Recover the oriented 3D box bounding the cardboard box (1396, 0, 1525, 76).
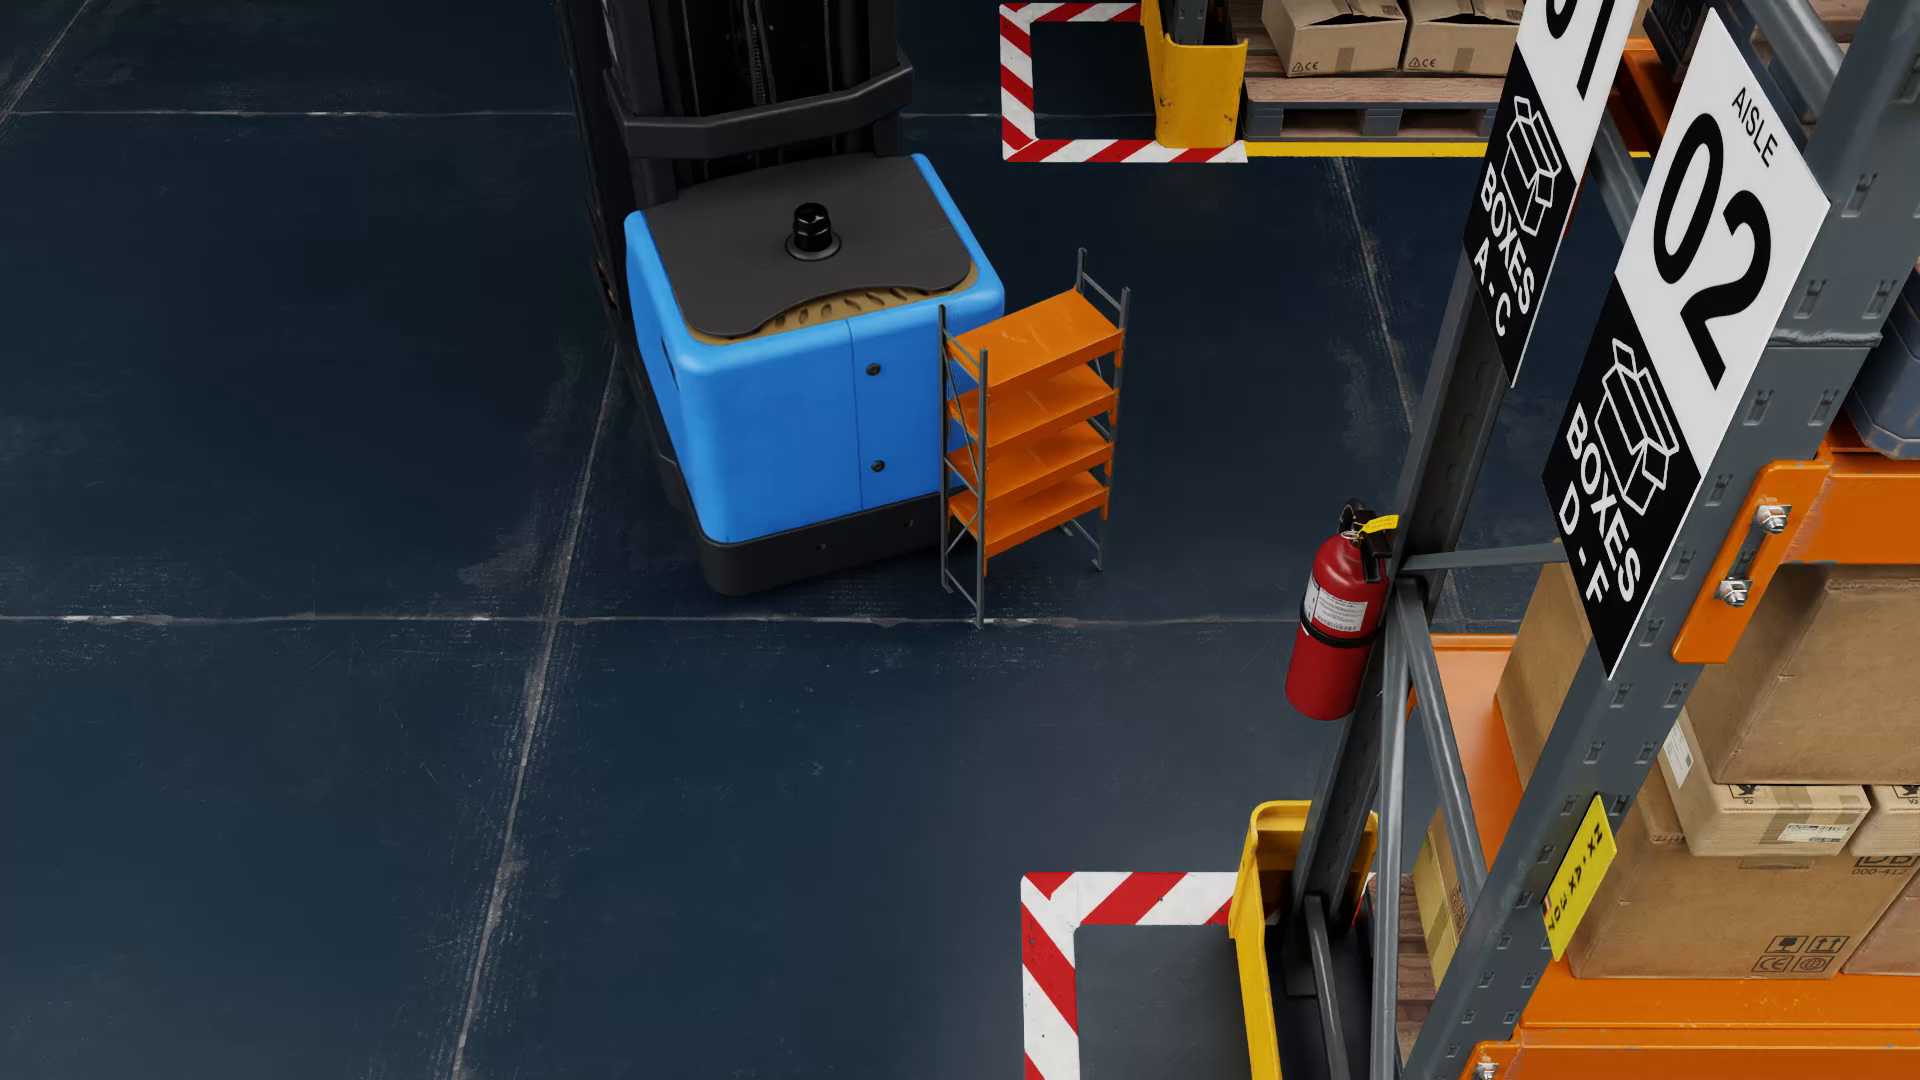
[{"bbox_3d":[2.236,-2.349,7.423,0.500,0.311,0.500,4,47,3],"label":"cardboard box"}]

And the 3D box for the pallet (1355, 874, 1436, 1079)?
[{"bbox_3d":[1.724,1.363,4.337,1.213,0.211,1.003,0,47,0],"label":"pallet"}]

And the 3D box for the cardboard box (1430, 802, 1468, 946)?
[{"bbox_3d":[1.497,0.764,4.069,0.500,0.500,0.500,0,47,0],"label":"cardboard box"}]

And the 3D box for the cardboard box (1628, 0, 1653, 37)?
[{"bbox_3d":[2.969,-2.375,7.318,0.500,0.500,0.700,-3,47,-2],"label":"cardboard box"}]

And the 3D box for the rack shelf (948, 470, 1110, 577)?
[{"bbox_3d":[0.214,-0.103,5.389,0.480,0.148,0.258,-25,52,-21],"label":"rack shelf"}]

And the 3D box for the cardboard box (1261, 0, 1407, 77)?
[{"bbox_3d":[1.666,-2.350,7.425,0.500,0.311,0.500,-5,47,-4],"label":"cardboard box"}]

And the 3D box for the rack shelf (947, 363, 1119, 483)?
[{"bbox_3d":[0.214,-0.391,5.080,0.480,0.148,0.258,-25,52,-21],"label":"rack shelf"}]

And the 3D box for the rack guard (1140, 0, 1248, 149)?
[{"bbox_3d":[1.050,-2.332,7.579,0.348,0.500,1.175,0,47,0],"label":"rack guard"}]

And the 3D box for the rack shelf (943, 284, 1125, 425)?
[{"bbox_3d":[0.214,-0.552,4.907,0.480,0.148,0.258,-25,52,-21],"label":"rack shelf"}]

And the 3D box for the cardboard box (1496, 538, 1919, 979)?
[{"bbox_3d":[1.426,0.418,3.243,0.500,0.500,0.700,0,47,0],"label":"cardboard box"}]

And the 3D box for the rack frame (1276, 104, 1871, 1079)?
[{"bbox_3d":[0.959,0.442,3.290,0.127,3.000,1.000,0,47,0],"label":"rack frame"}]

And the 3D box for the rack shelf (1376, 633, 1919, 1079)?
[{"bbox_3d":[2.959,0.692,3.548,4.000,0.370,1.077,0,47,0],"label":"rack shelf"}]

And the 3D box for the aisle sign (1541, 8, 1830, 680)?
[{"bbox_3d":[0.893,-0.220,2.129,0.004,0.787,0.394,0,47,0],"label":"aisle sign"}]

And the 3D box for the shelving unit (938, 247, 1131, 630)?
[{"bbox_3d":[0.214,-0.284,5.195,0.503,1.200,0.258,-25,52,-21],"label":"shelving unit"}]

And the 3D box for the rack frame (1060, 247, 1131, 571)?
[{"bbox_3d":[0.420,-0.380,5.284,0.015,1.200,0.240,-25,52,-21],"label":"rack frame"}]

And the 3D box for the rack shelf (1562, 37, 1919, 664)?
[{"bbox_3d":[2.959,-0.330,2.450,4.000,0.370,1.077,0,47,0],"label":"rack shelf"}]

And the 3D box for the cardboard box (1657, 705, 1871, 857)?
[{"bbox_3d":[1.351,0.345,2.868,0.250,0.149,0.380,0,47,0],"label":"cardboard box"}]

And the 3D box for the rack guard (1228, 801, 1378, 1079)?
[{"bbox_3d":[0.935,1.293,4.205,0.348,0.500,1.175,0,47,0],"label":"rack guard"}]

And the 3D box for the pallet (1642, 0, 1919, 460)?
[{"bbox_3d":[1.666,-0.529,2.205,1.213,0.211,1.003,0,47,0],"label":"pallet"}]

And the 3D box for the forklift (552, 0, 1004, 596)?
[{"bbox_3d":[-0.826,-1.916,5.531,1.130,2.935,3.031,-15,49,-13],"label":"forklift"}]

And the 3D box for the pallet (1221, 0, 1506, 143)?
[{"bbox_3d":[1.862,-2.206,7.659,1.213,0.211,1.003,0,47,0],"label":"pallet"}]

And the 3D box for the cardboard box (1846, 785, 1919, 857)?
[{"bbox_3d":[1.615,0.344,2.869,0.250,0.149,0.380,-1,47,-1],"label":"cardboard box"}]

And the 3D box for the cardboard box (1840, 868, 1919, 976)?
[{"bbox_3d":[1.951,0.416,3.245,0.500,0.500,0.700,1,47,1],"label":"cardboard box"}]

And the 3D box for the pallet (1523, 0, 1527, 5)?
[{"bbox_3d":[3.079,-2.200,7.654,1.213,0.211,1.003,0,47,0],"label":"pallet"}]

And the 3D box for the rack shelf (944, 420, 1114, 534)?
[{"bbox_3d":[0.214,-0.238,5.244,0.480,0.148,0.258,-25,52,-21],"label":"rack shelf"}]

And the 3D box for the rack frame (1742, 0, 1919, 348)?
[{"bbox_3d":[0.959,-1.602,1.094,0.127,3.000,1.000,0,47,0],"label":"rack frame"}]

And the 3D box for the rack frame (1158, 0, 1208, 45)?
[{"bbox_3d":[0.974,-3.184,6.665,0.127,3.000,1.000,0,47,0],"label":"rack frame"}]

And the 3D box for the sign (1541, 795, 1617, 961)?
[{"bbox_3d":[0.951,0.526,2.566,0.005,0.325,0.100,0,47,0],"label":"sign"}]

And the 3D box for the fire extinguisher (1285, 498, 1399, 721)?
[{"bbox_3d":[0.843,0.128,3.635,0.183,0.674,0.296,0,47,0],"label":"fire extinguisher"}]

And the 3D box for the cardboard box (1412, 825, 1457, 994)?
[{"bbox_3d":[1.497,1.021,4.342,0.500,0.250,0.500,0,47,0],"label":"cardboard box"}]

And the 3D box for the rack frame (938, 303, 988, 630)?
[{"bbox_3d":[0.008,-0.189,5.106,0.015,1.200,0.240,-25,52,-21],"label":"rack frame"}]

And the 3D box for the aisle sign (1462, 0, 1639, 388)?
[{"bbox_3d":[0.895,-0.659,2.538,0.004,0.787,0.394,0,47,0],"label":"aisle sign"}]

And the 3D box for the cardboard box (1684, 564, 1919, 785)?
[{"bbox_3d":[1.479,-0.024,2.768,0.500,0.500,0.700,0,47,0],"label":"cardboard box"}]
